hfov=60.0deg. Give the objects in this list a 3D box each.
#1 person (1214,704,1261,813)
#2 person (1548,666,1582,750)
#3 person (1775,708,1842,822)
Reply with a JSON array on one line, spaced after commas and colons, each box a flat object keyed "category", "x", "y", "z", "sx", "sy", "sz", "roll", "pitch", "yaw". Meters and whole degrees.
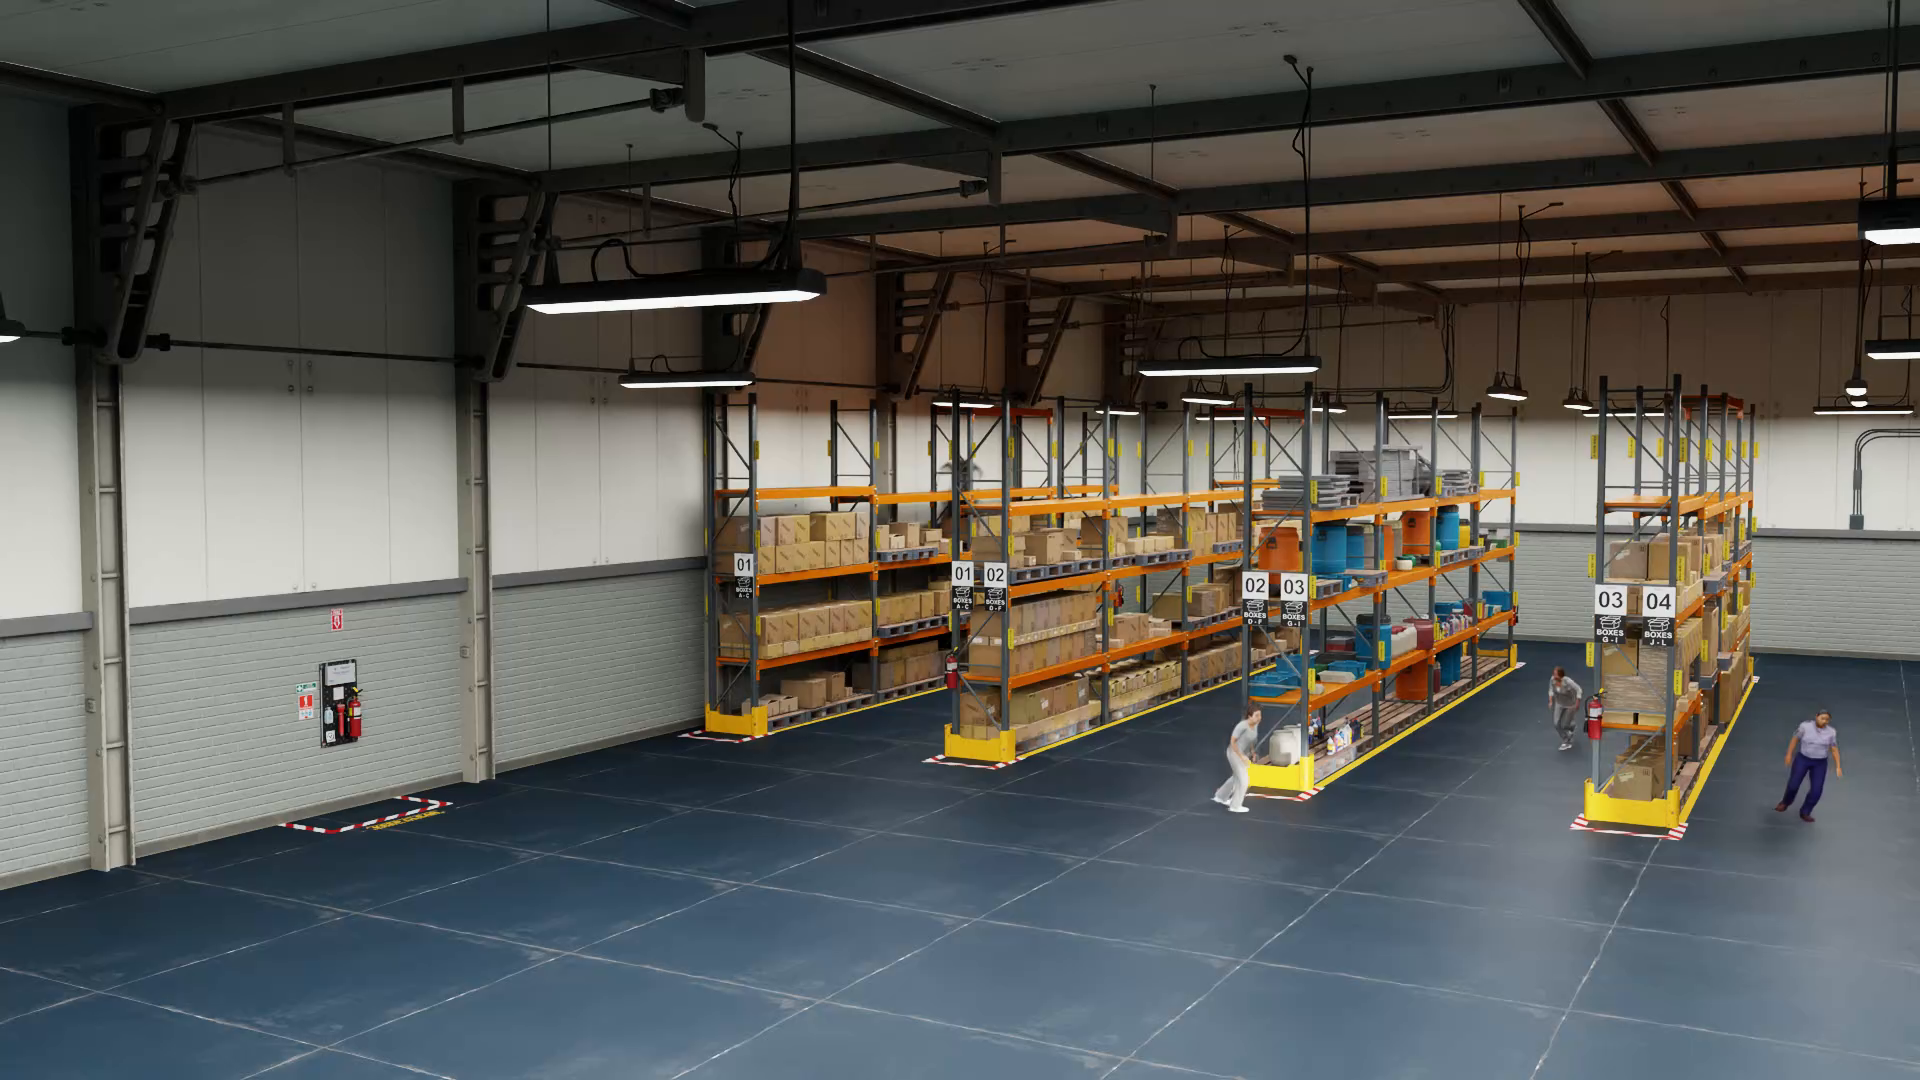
[{"category": "person", "x": 3.840, "y": 2.995, "z": 23.004, "sx": 0.828, "sy": 1.531, "sz": 0.620, "roll": 2, "pitch": 4, "yaw": 38}, {"category": "person", "x": 10.137, "y": 2.795, "z": 27.778, "sx": 0.555, "sy": 1.426, "sz": 0.837, "roll": 3, "pitch": 4, "yaw": 42}, {"category": "person", "x": 11.420, "y": 3.004, "z": 22.372, "sx": 0.744, "sy": 1.568, "sz": 0.603, "roll": 1, "pitch": 3, "yaw": 17}]
